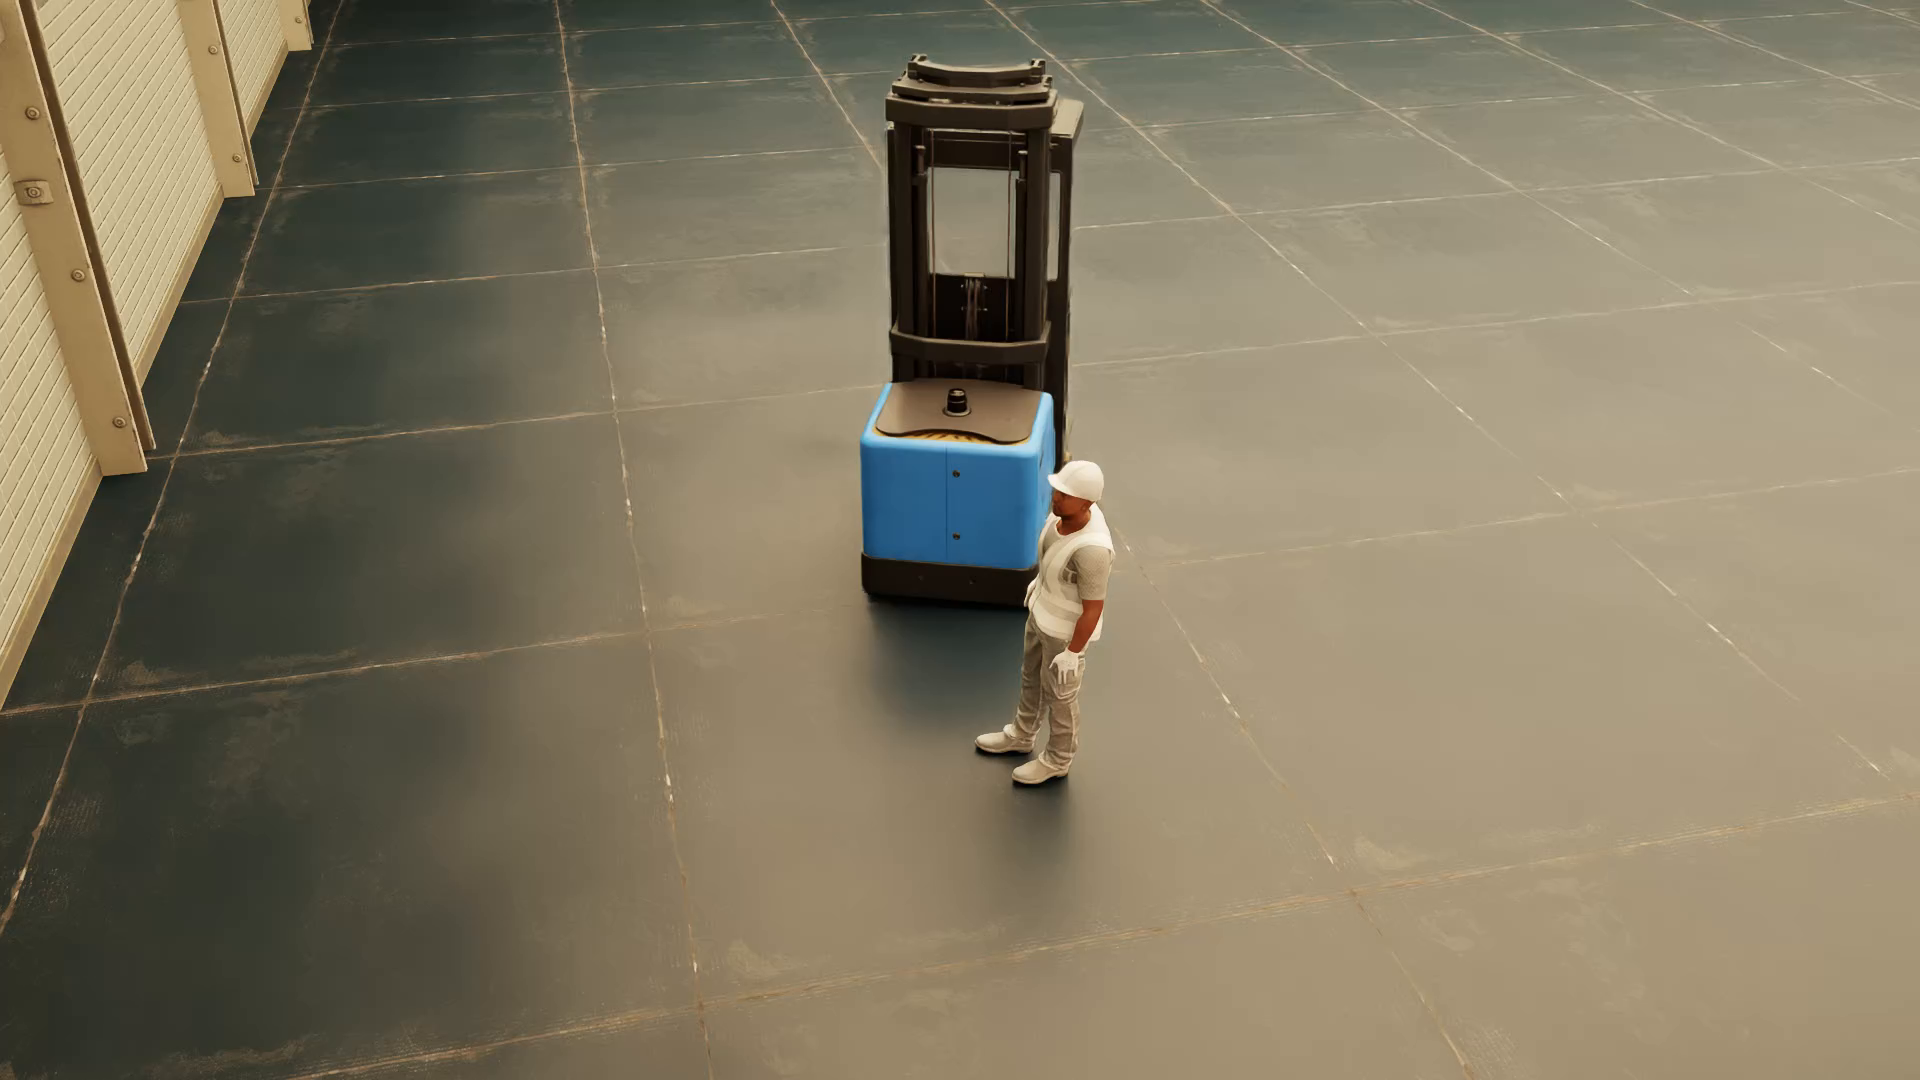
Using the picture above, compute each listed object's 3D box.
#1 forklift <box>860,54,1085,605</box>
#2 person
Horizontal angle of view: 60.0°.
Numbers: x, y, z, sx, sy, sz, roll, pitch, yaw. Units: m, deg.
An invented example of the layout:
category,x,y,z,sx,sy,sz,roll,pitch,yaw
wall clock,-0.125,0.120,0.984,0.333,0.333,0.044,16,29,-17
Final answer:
category,x,y,z,sx,sy,sz,roll,pitch,yaw
forklift,0.158,-1.607,10.351,1.130,2.935,3.031,5,30,8
person,0.415,0.405,8.007,0.579,1.781,0.656,-6,31,-10
